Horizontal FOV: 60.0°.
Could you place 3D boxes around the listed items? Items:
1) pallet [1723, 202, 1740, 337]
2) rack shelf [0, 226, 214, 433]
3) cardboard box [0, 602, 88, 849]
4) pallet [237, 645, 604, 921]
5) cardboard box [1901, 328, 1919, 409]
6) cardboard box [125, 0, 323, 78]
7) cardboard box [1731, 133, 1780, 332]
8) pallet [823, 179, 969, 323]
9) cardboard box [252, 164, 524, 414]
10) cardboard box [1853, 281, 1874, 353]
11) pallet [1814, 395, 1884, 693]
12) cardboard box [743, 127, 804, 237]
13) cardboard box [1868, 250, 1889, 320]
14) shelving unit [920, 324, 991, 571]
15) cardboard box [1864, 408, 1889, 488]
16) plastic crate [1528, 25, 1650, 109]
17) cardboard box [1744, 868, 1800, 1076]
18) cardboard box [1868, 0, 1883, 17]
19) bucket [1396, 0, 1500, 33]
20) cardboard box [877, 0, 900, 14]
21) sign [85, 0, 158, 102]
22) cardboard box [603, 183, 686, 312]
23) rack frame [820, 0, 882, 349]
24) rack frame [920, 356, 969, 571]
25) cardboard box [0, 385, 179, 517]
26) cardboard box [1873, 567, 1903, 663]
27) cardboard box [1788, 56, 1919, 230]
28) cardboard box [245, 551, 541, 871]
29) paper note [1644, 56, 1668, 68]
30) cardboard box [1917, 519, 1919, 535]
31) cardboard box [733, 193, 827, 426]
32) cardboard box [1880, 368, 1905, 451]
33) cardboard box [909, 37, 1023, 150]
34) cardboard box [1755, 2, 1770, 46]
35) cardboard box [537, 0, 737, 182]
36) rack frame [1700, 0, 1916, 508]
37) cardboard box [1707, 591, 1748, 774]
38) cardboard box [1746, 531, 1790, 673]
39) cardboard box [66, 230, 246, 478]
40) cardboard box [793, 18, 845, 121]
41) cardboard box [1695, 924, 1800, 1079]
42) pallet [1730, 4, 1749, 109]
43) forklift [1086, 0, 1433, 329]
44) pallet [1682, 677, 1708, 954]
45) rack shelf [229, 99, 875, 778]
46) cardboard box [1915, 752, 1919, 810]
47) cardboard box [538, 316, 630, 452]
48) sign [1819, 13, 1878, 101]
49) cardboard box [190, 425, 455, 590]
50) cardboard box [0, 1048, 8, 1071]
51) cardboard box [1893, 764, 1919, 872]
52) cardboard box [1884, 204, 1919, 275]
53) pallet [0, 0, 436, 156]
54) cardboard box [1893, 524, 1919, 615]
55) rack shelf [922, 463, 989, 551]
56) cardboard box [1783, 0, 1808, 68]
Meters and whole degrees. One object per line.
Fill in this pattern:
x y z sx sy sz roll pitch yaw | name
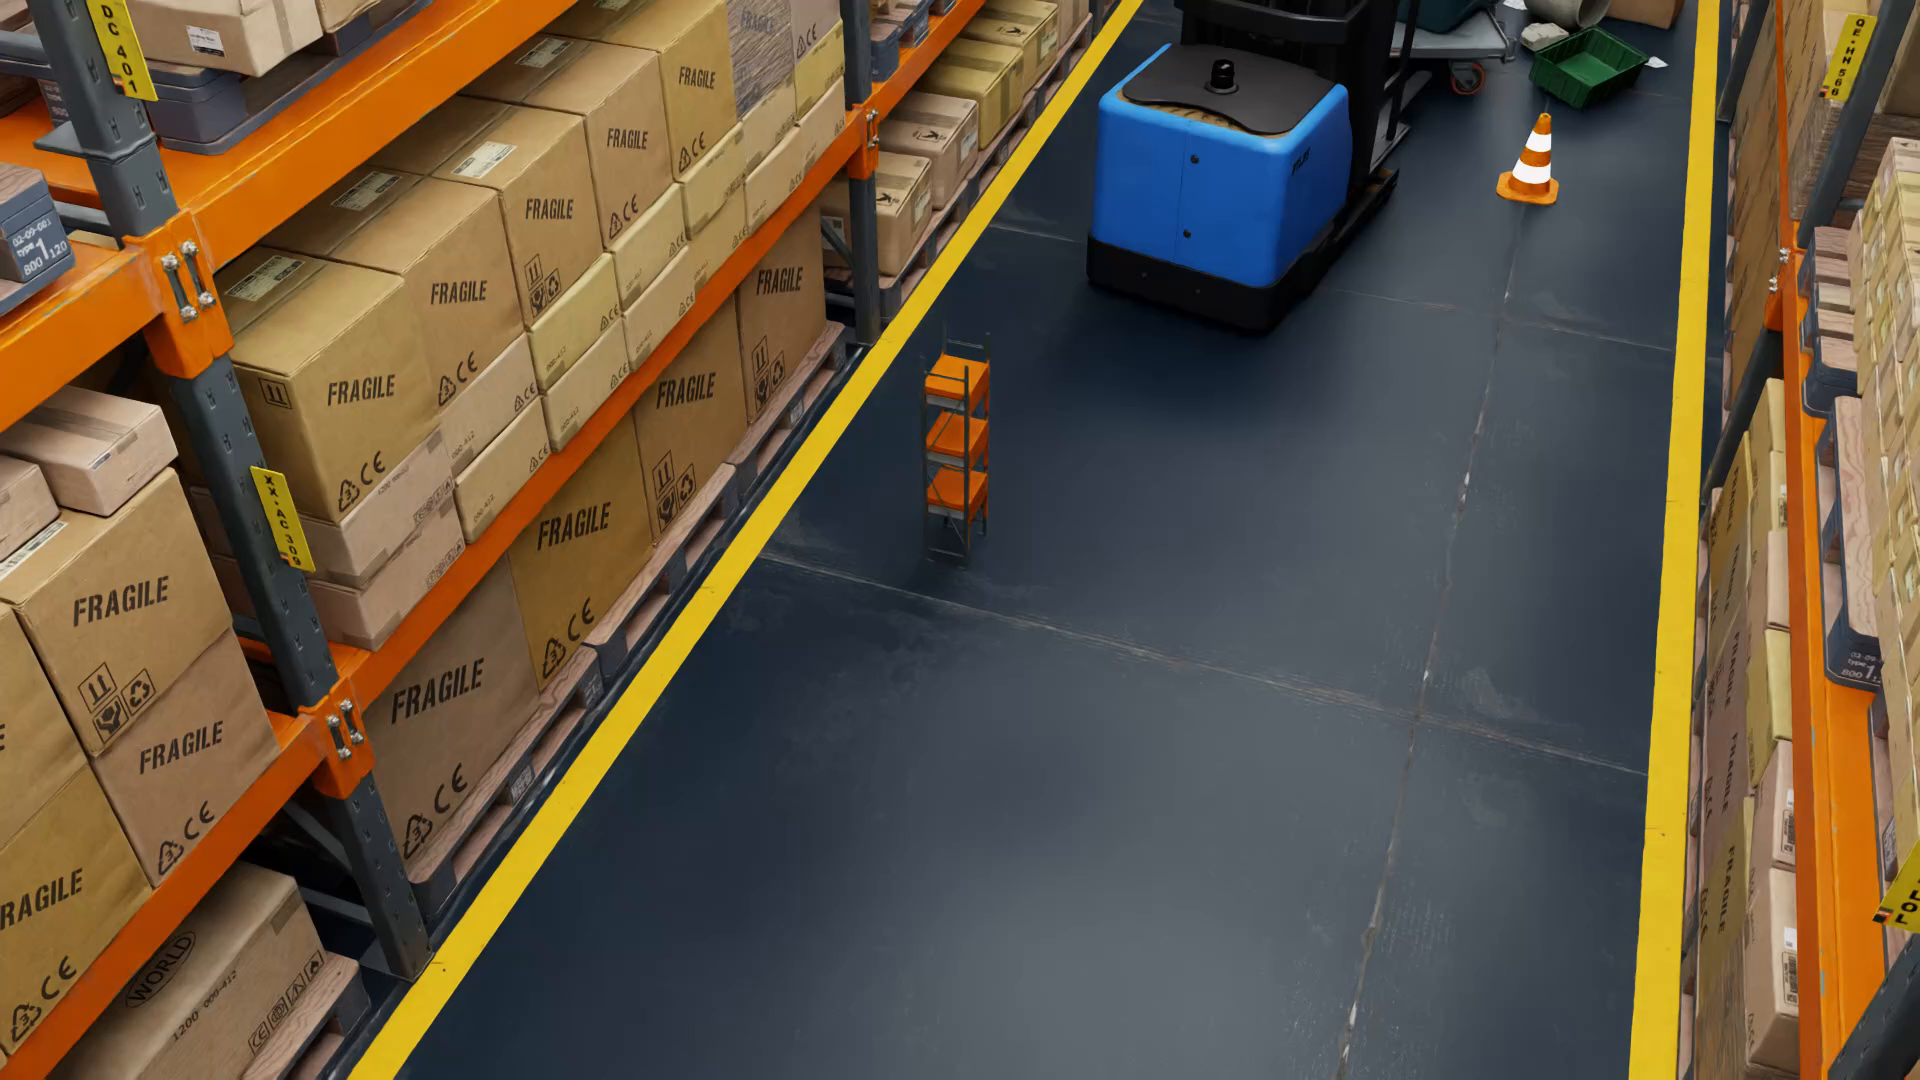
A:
4.554 -1.361 8.682 1.003 0.211 1.213 13 42 15 | pallet
-2.943 0.539 2.550 1.077 0.370 4.000 13 42 15 | rack shelf
-2.342 0.425 3.593 0.500 0.500 0.500 13 42 14 | cardboard box
-2.066 0.760 6.196 1.003 0.211 1.213 13 42 15 | pallet
3.007 -0.465 4.896 0.380 0.149 0.250 15 43 16 | cardboard box
-1.759 -1.290 3.920 0.396 0.266 0.258 13 42 15 | cardboard box
4.384 -1.405 7.996 1.050 0.750 0.750 14 42 16 | cardboard box
-0.623 -1.668 9.043 1.003 0.211 1.213 13 42 15 | pallet
-1.690 -0.753 4.974 0.500 0.500 0.500 13 42 15 | cardboard box
3.269 -0.724 5.657 0.380 0.149 0.250 15 43 17 | cardboard box
3.157 0.074 5.000 1.003 0.211 1.213 13 42 15 | pallet
-0.980 -1.515 6.830 0.500 0.250 0.500 14 42 16 | cardboard box
3.262 -0.814 5.533 0.380 0.149 0.250 12 42 14 | cardboard box
-0.018 -0.367 6.871 0.215 1.050 0.252 13 42 15 | shelving unit
3.001 -0.243 5.093 0.380 0.149 0.250 14 42 16 | cardboard box
3.991 -3.004 10.583 0.662 0.188 0.450 -29 58 -29 | plastic crate
2.444 1.219 4.534 0.500 0.250 0.500 12 42 14 | cardboard box
4.130 -2.215 6.687 0.700 0.500 0.500 13 42 14 | cardboard box
3.043 -3.583 10.490 0.726 0.611 0.620 29 58 29 | bucket
-0.477 -2.639 7.902 0.380 0.149 0.250 11 42 12 | cardboard box
-1.737 -1.059 3.410 0.100 0.325 0.005 13 42 15 | sign
-1.323 -1.087 5.943 0.500 0.250 0.500 12 42 14 | cardboard box
-0.891 -2.253 7.579 1.000 3.000 0.127 13 42 15 | rack frame
-0.060 -0.292 6.784 0.200 1.050 0.008 13 42 15 | rack frame
-2.065 -0.220 3.849 0.380 0.149 0.250 12 42 14 | cardboard box
2.728 0.240 4.528 0.380 0.149 0.250 12 42 13 | cardboard box
3.697 -1.588 6.723 0.500 0.500 0.500 13 42 15 | cardboard box
-2.122 0.439 5.737 0.875 0.875 0.875 15 43 16 | cardboard box
4.542 -3.137 10.903 0.147 0.020 0.142 -13 42 -15 | paper note
2.739 0.015 4.333 0.380 0.149 0.250 12 42 14 | cardboard box
-1.205 -1.201 7.661 0.875 0.875 0.875 13 42 15 | cardboard box
3.002 -0.357 4.998 0.380 0.149 0.250 13 42 15 | cardboard box
-0.179 -2.668 9.768 0.950 0.372 0.625 15 43 17 | cardboard box
5.444 -3.375 10.208 0.875 0.875 0.875 14 42 16 | cardboard box
-1.166 -1.682 6.063 0.500 0.500 0.500 13 42 15 | cardboard box
3.795 -1.216 6.364 1.000 3.000 0.127 13 42 15 | rack frame
2.974 0.572 5.871 0.500 0.500 0.500 12 42 14 | cardboard box
2.977 0.265 5.653 0.500 0.250 0.500 14 42 15 | cardboard box
-2.342 -0.560 4.748 0.500 0.500 0.500 15 43 16 | cardboard box
-0.818 -2.034 7.053 0.500 0.250 0.500 13 42 15 | cardboard box
2.444 1.508 4.774 0.500 0.500 0.500 13 42 14 | cardboard box
5.496 -3.041 10.652 1.003 0.211 1.213 13 42 15 | pallet
1.857 -3.114 8.642 1.130 2.935 3.031 21 45 23 | forklift
3.108 1.063 5.842 1.003 0.211 1.213 13 42 15 | pallet
-1.575 -0.759 6.383 1.077 0.370 4.000 13 42 15 | rack shelf
2.467 0.599 3.878 0.380 0.149 0.250 14 42 15 | cardboard box
-1.495 -0.591 5.747 0.500 0.250 0.500 13 42 15 | cardboard box
3.272 -1.777 6.130 0.100 0.325 0.005 13 42 15 | sign
-1.844 -0.152 4.848 0.500 0.250 0.500 12 42 14 | cardboard box
-2.506 1.113 3.557 0.500 0.500 0.500 13 42 14 | cardboard box
2.465 0.715 3.971 0.380 0.149 0.250 14 42 15 | cardboard box
3.277 -0.954 5.469 0.380 0.149 0.250 13 42 15 | cardboard box
-1.992 -1.452 4.477 0.805 0.209 1.217 12 42 13 | pallet
2.734 0.122 4.437 0.380 0.149 0.250 11 42 13 | cardboard box
-0.018 -0.147 7.058 0.215 0.259 0.240 13 42 15 | rack shelf
4.211 -2.510 7.804 0.500 0.500 0.500 14 42 16 | cardboard box
